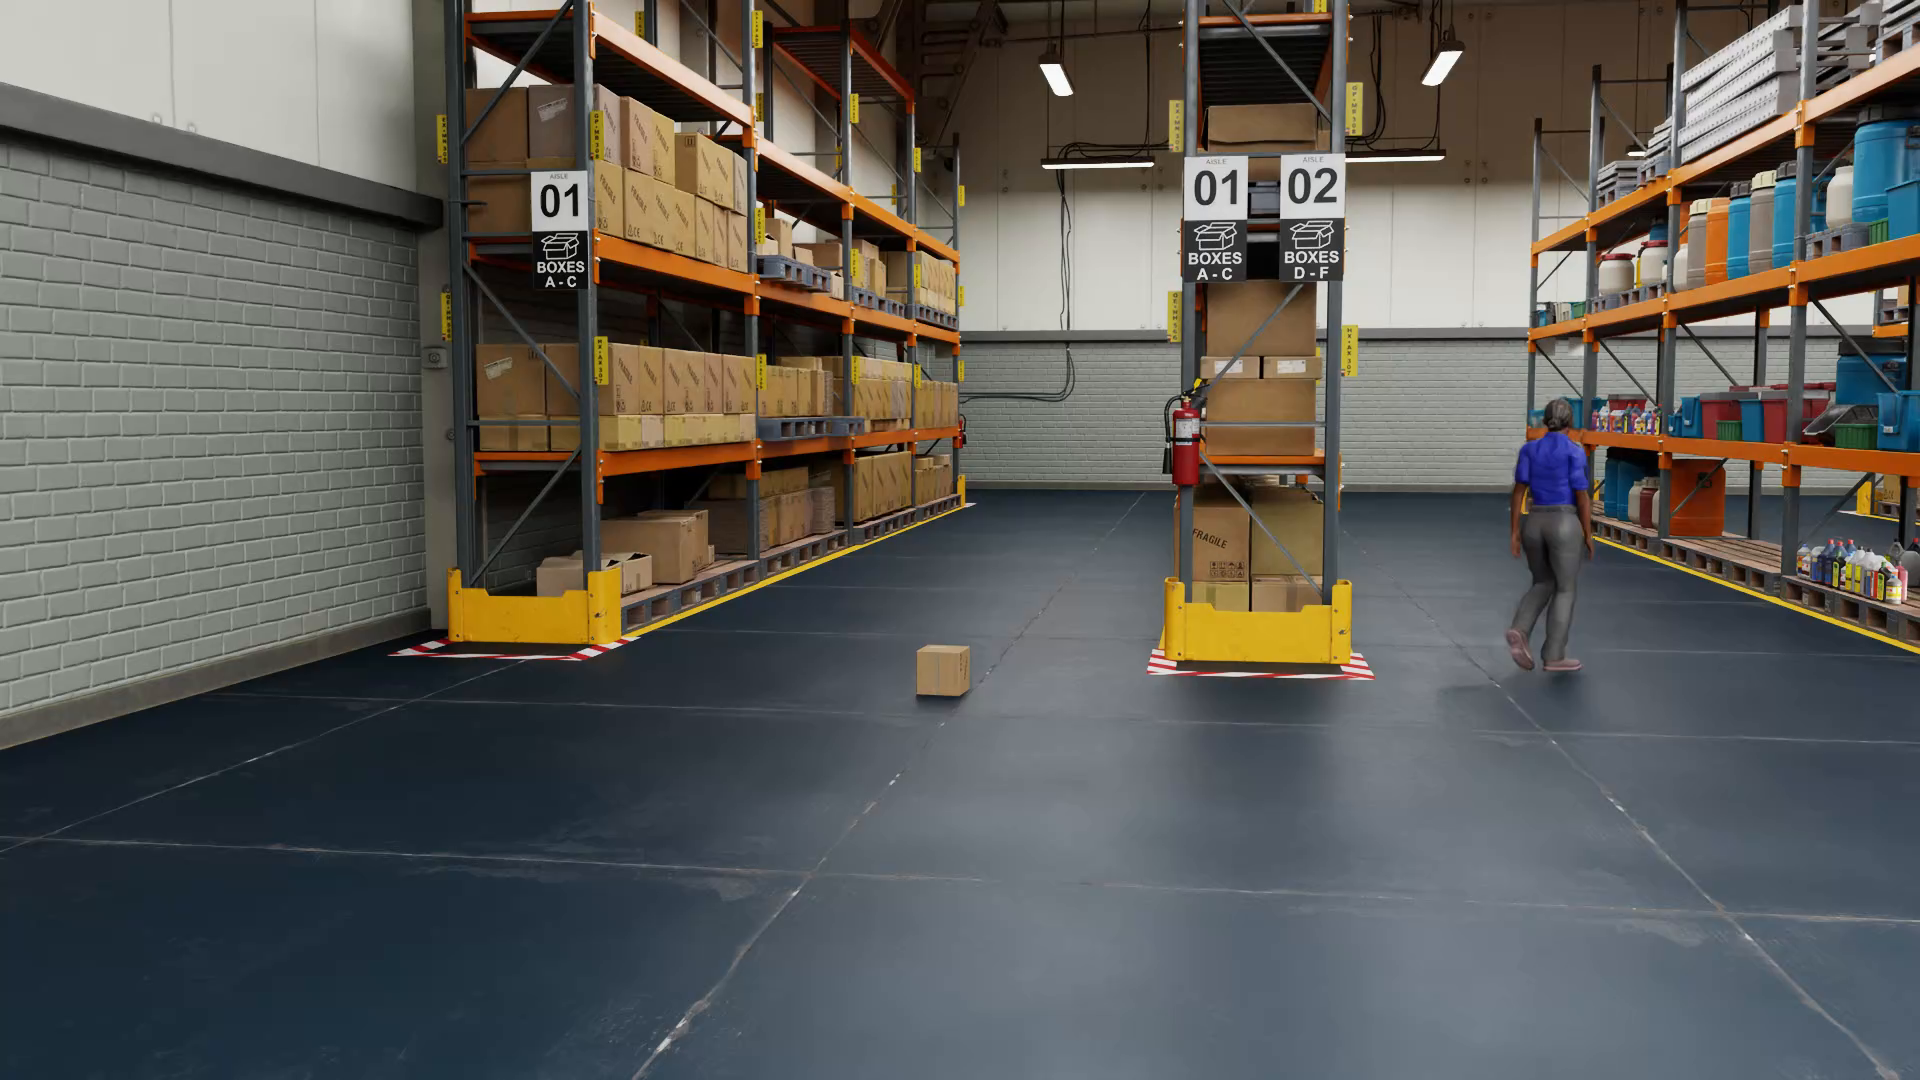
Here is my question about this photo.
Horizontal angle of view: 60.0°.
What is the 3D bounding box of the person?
[{"bbox_3d":[3.577,-0.028,10.066,0.460,1.652,0.452,-4,6,-37],"label":"person"}]
